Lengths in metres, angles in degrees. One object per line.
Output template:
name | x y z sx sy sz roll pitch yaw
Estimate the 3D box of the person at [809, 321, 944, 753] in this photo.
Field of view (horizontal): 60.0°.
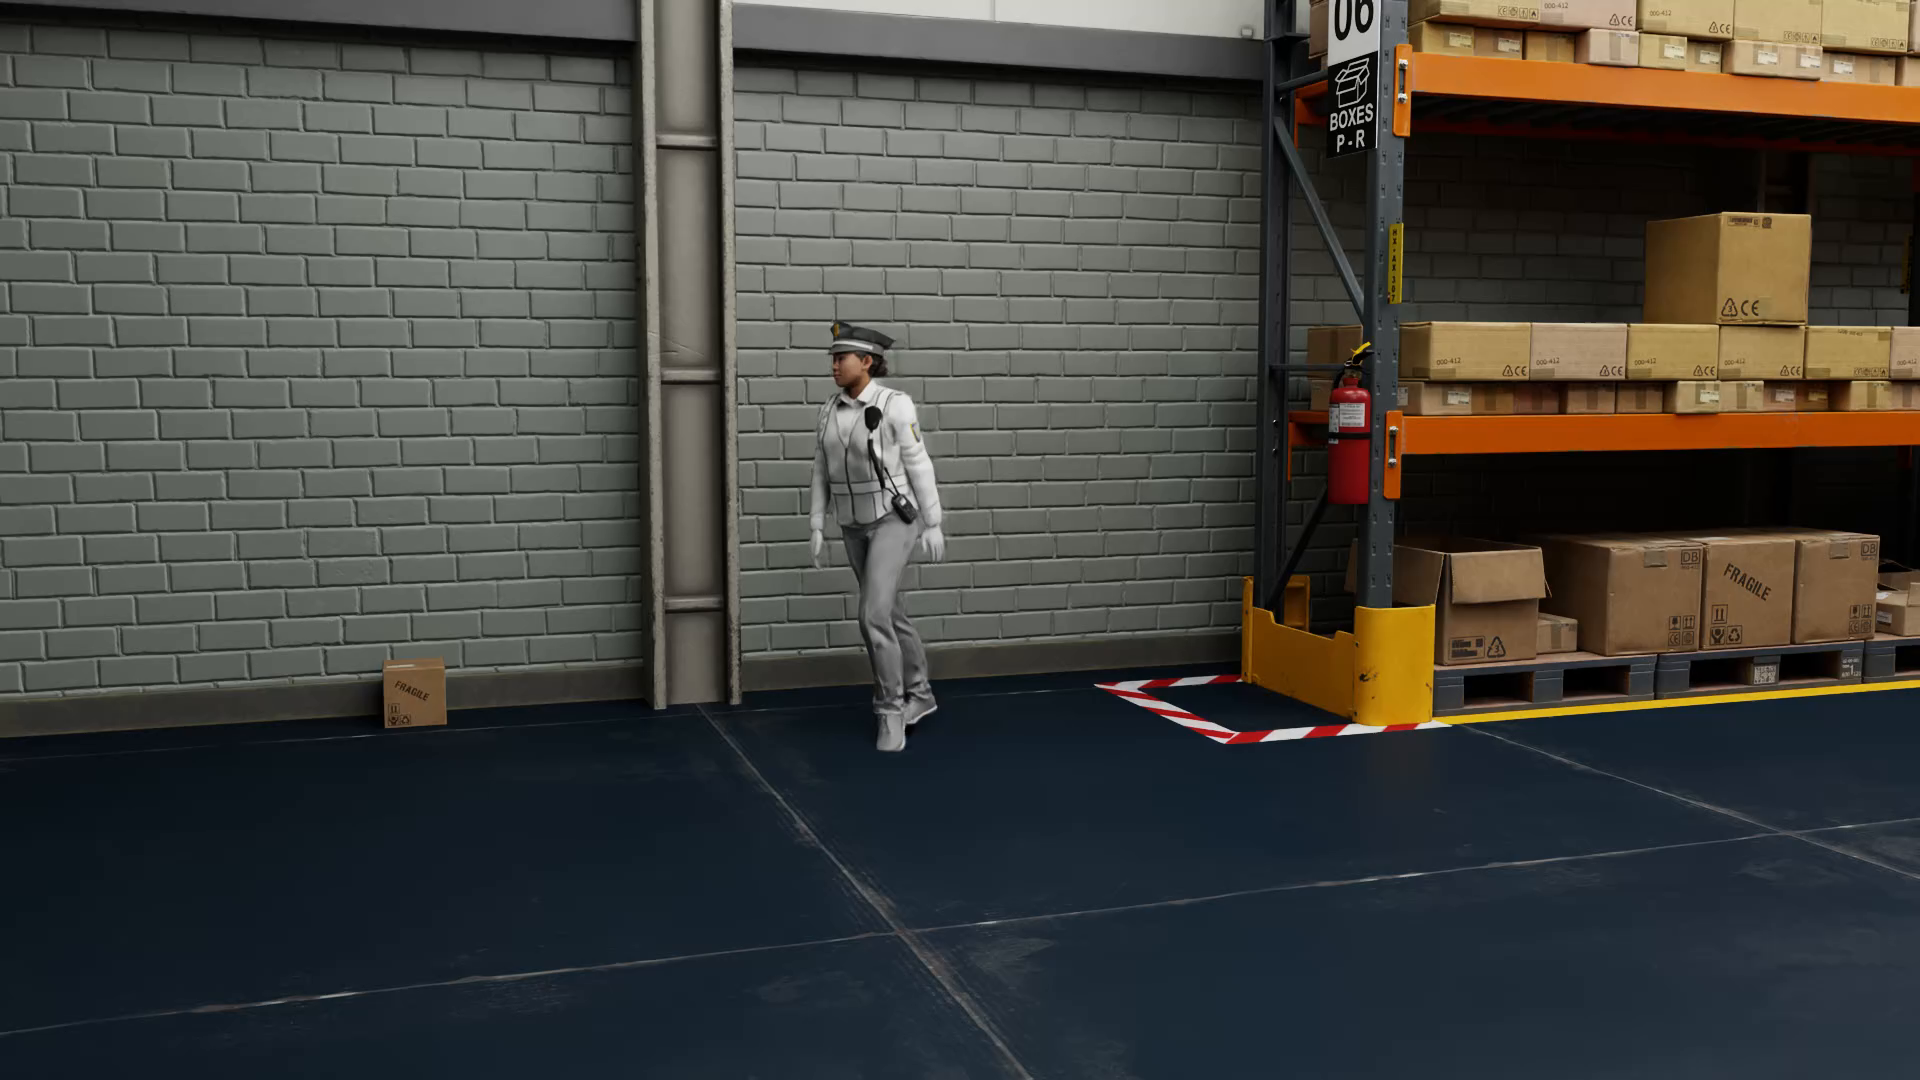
person | -0.315 -0.022 6.797 0.529 1.723 0.528 5 8 40
